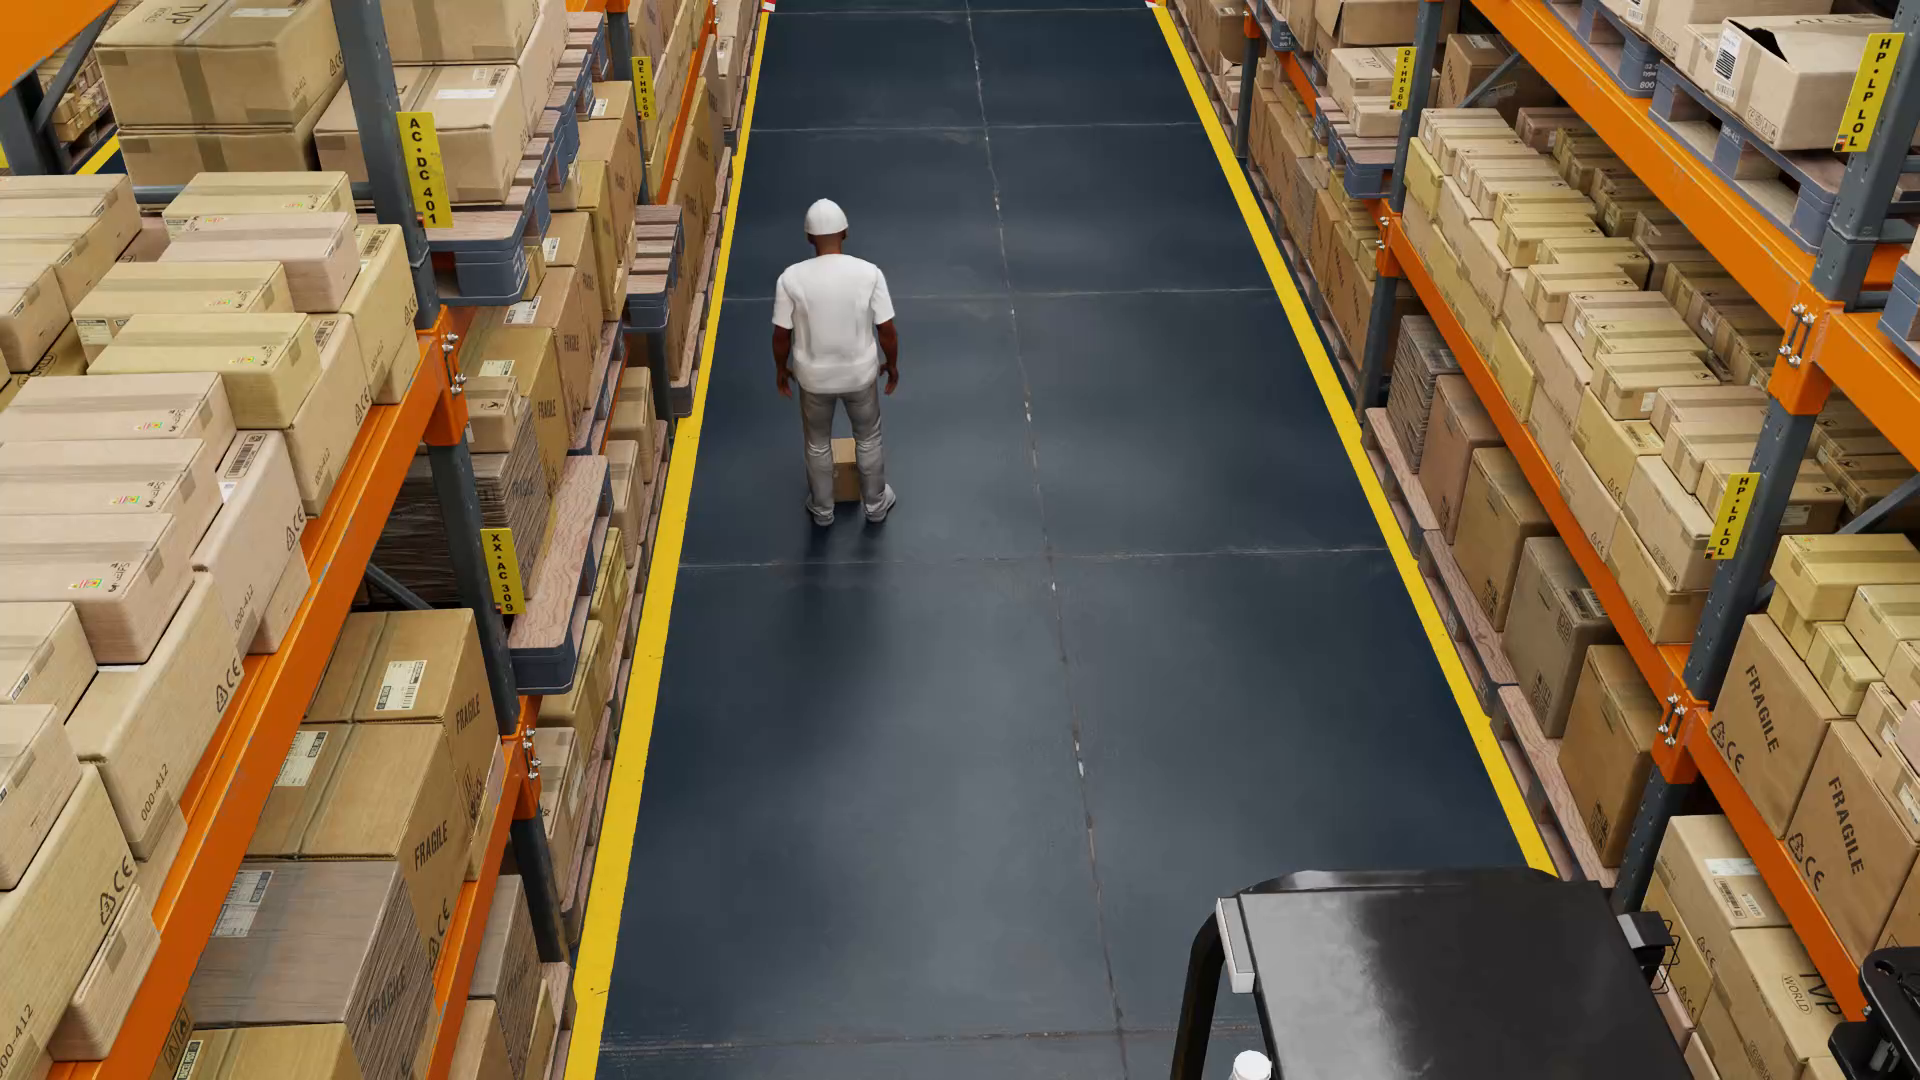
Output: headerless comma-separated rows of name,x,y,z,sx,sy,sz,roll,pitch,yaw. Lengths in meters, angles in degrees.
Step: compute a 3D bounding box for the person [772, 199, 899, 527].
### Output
person,-0.623,-0.869,8.420,0.626,1.760,0.459,-3,35,-4
